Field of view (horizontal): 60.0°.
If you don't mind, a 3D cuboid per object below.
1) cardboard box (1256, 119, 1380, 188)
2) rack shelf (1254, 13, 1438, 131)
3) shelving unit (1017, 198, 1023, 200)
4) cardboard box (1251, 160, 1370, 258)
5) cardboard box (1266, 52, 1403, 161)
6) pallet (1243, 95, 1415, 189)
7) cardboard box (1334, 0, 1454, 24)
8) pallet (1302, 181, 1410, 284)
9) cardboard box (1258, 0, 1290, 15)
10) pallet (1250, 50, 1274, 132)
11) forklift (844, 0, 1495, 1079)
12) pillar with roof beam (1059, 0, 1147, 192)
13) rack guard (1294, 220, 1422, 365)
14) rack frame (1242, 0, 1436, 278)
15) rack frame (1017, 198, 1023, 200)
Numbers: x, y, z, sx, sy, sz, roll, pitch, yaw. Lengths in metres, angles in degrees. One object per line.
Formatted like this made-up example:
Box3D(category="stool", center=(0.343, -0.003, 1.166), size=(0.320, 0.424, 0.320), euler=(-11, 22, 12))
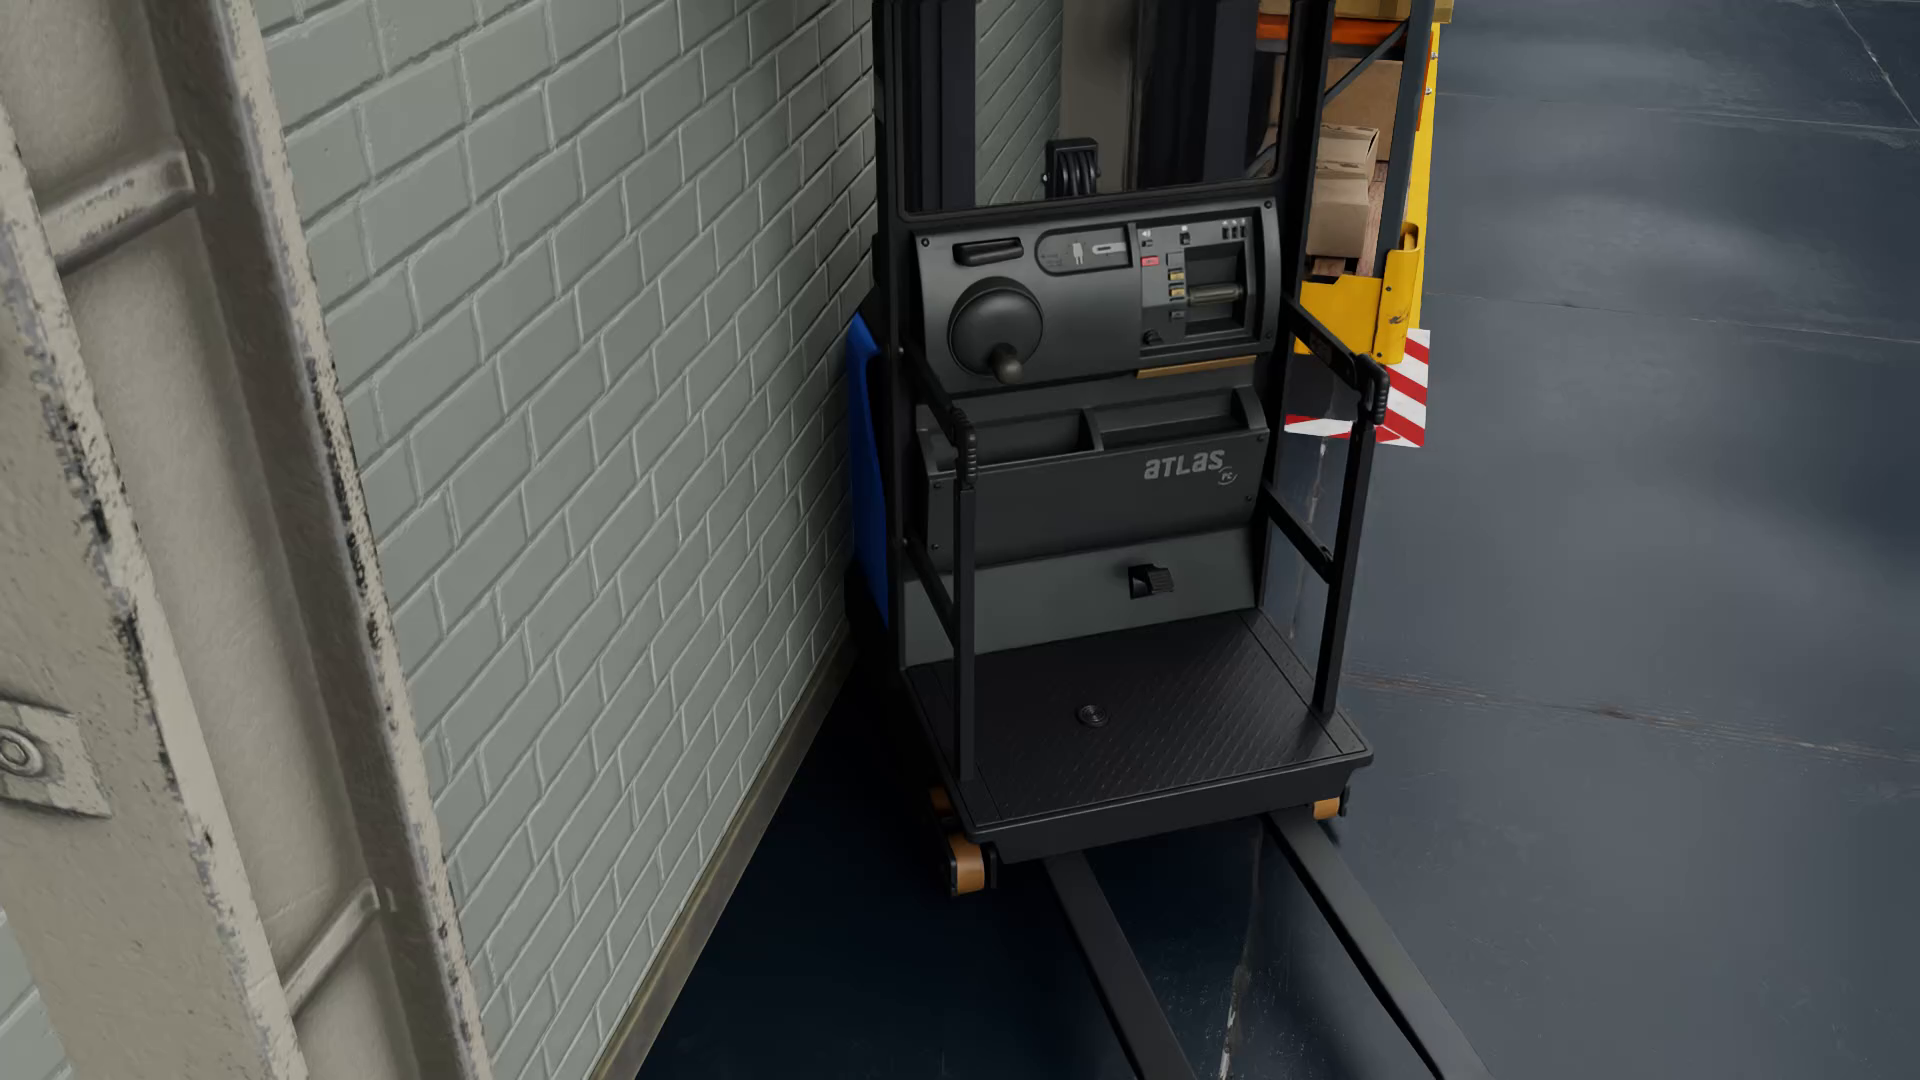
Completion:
Box3D(category="cardboard box", center=(1.694, -1.807, 7.892), size=(0.500, 0.311, 0.500), euler=(11, 34, 16))
Box3D(category="rack shelf", center=(1.794, -2.847, 8.104), size=(1.077, 0.370, 4.000), euler=(8, 33, 12))
Box3D(category="shelving unit", center=(0.085, -0.654, 5.800), size=(0.215, 1.050, 0.252), euler=(8, 33, 12))
Box3D(category="cardboard box", center=(1.550, -1.511, 7.427), size=(0.500, 0.311, 0.500), euler=(4, 33, 7))
Box3D(category="cardboard box", center=(1.929, -2.260, 8.430), size=(0.700, 0.500, 0.500), euler=(6, 33, 9))
Box3D(category="pallet", center=(1.858, -2.024, 8.736), size=(1.003, 0.211, 1.213), euler=(8, 33, 12))
Box3D(category="cardboard box", center=(1.718, -2.268, 6.643), size=(0.500, 0.250, 0.500), euler=(7, 33, 11))
Box3D(category="pallet", center=(1.547, -1.393, 7.744), size=(1.003, 0.211, 1.213), euler=(8, 33, 12))
Box3D(category="cardboard box", center=(1.218, -2.327, 6.736), size=(0.500, 0.250, 0.500), euler=(8, 33, 13))
Box3D(category="pallet", center=(2.166, -2.659, 9.735), size=(1.003, 0.211, 1.213), euler=(8, 33, 12))
Box3D(category="forklift", center=(0.410, -0.557, 3.895), size=(1.130, 2.935, 3.031), euler=(-9, 33, -14))
Box3D(category="pillar with roof beam", center=(4.792, -4.540, 4.503), size=(9.100, 9.000, 0.400), euler=(8, 33, 12))
Box3D(category="rack guard", center=(1.306, -1.098, 7.011), size=(1.175, 0.500, 0.348), euler=(8, 33, 12))
Box3D(category="rack frame", center=(1.287, -2.113, 6.278), size=(1.000, 3.000, 0.127), euler=(8, 33, 12))
Box3D(category="rack frame", center=(0.114, -0.717, 5.900), size=(0.200, 1.050, 0.008), euler=(8, 33, 12))
